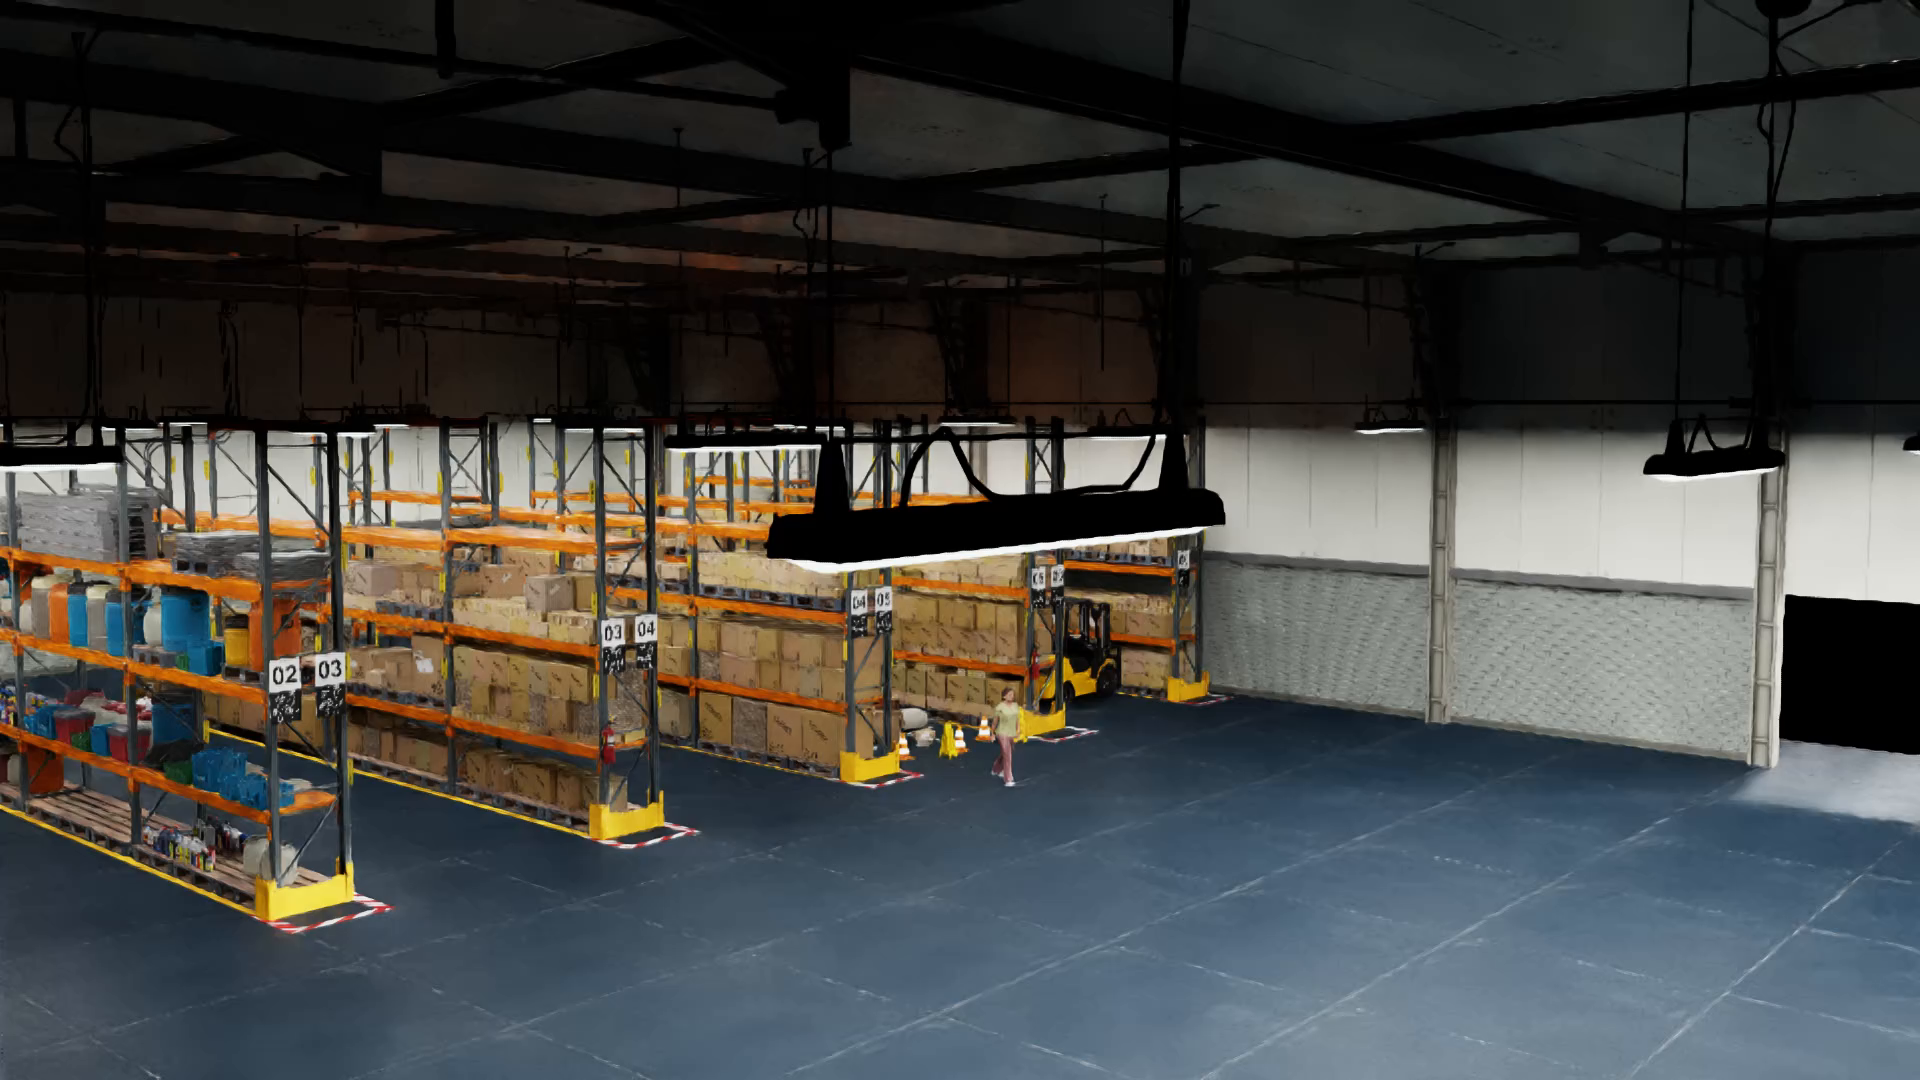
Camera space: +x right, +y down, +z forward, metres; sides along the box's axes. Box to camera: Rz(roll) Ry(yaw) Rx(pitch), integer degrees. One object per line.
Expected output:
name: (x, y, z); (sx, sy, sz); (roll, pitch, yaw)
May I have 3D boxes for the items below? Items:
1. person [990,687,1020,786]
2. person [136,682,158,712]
person: (0.771, 3.224, 27.593); (0.468, 1.621, 0.926); (-3, 6, -33)
person: (-13.715, 3.174, 28.152); (1.075, 1.582, 0.498); (4, 6, 39)
